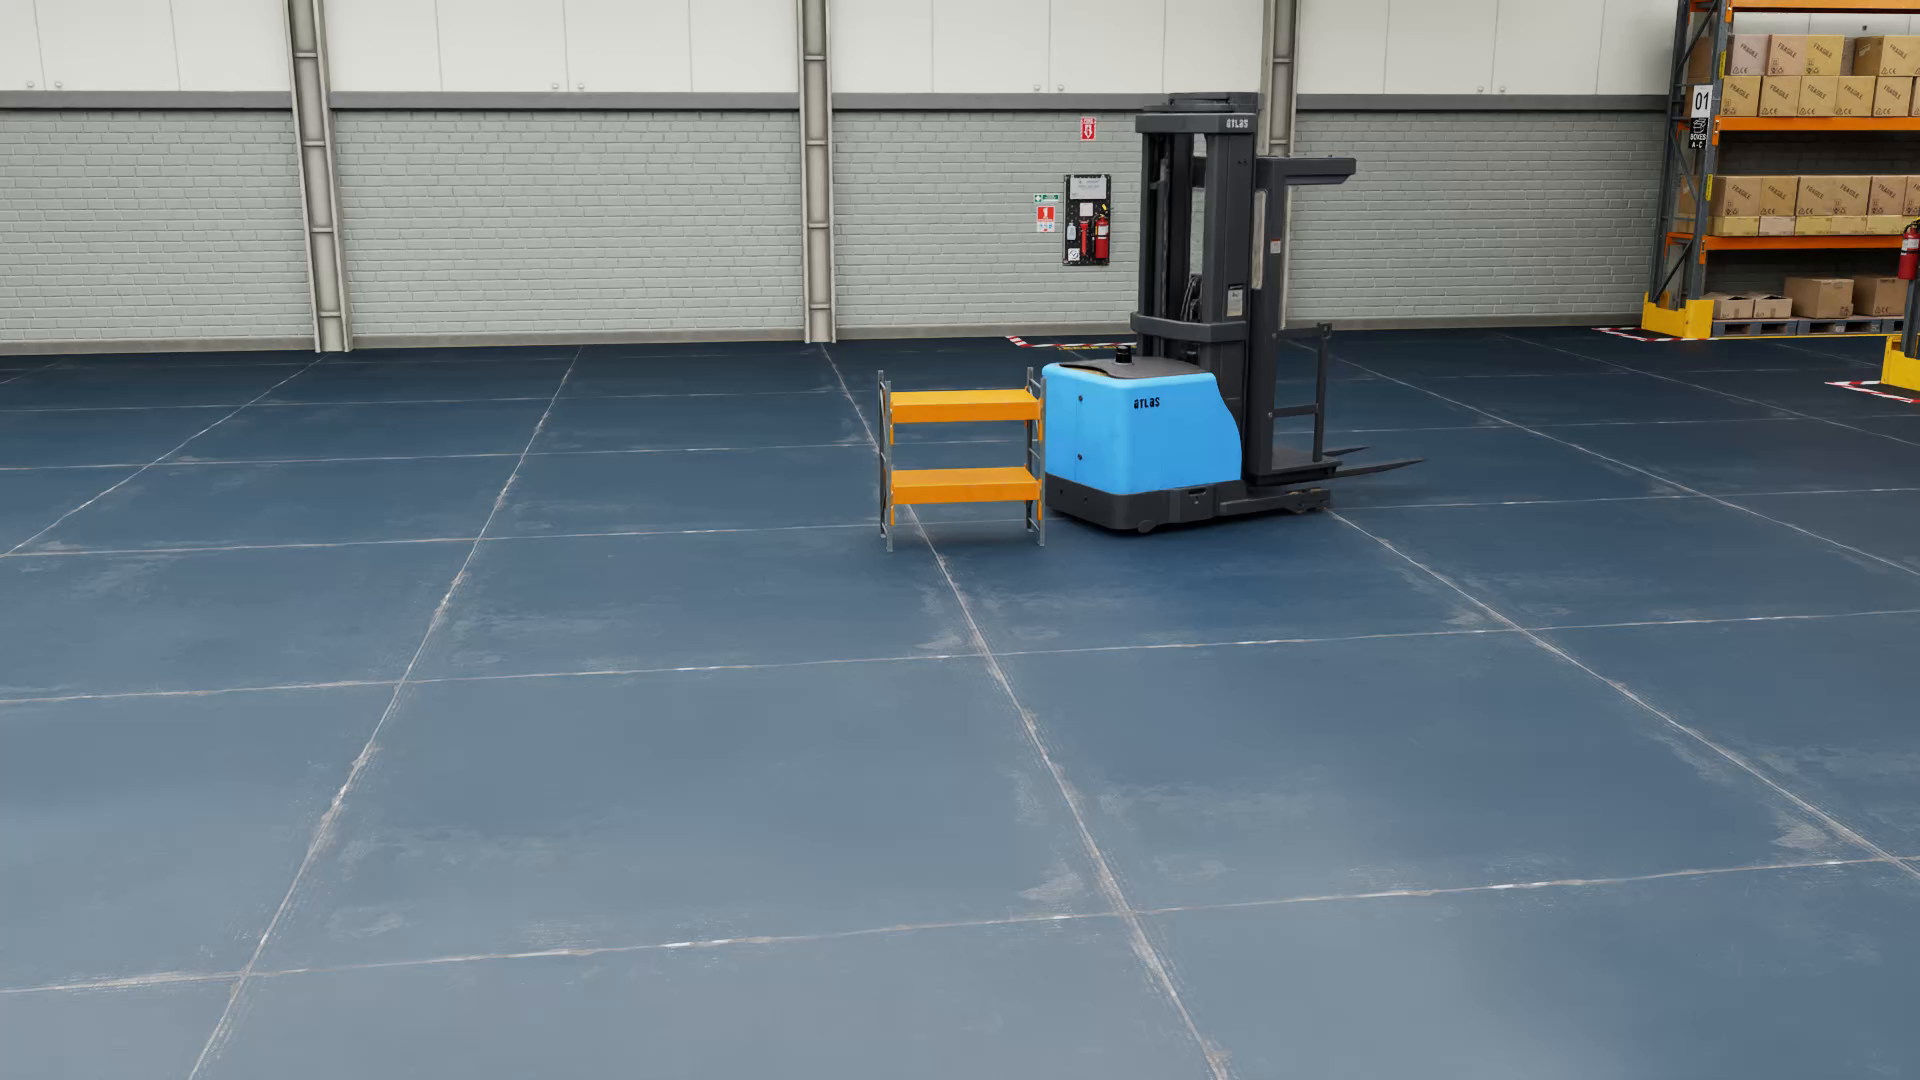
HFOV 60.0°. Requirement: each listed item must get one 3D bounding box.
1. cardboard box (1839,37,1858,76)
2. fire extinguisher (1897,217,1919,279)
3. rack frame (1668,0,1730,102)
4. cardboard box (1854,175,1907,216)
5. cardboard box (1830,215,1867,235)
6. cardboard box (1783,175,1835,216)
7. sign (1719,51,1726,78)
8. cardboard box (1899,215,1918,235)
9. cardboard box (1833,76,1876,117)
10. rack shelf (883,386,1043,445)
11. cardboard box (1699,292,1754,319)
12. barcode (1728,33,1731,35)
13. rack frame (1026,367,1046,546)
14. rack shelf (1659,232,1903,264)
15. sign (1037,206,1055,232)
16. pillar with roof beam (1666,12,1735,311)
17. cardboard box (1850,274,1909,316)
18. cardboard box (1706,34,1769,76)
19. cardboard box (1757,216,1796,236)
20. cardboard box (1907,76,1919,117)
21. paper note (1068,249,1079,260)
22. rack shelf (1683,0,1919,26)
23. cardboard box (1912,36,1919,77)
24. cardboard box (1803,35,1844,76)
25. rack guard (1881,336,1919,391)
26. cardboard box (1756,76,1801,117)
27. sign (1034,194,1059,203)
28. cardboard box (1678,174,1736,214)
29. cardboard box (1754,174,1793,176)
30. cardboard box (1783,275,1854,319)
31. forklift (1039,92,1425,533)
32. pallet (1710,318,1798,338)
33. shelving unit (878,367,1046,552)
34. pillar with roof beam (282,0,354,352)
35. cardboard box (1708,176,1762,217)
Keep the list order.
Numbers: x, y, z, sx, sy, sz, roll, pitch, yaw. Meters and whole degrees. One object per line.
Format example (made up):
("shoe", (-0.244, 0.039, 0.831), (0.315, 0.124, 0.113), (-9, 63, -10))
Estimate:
("cardboard box", (11.411, -6.350, 21.906), (0.500, 0.500, 0.500), (-2, 14, -8))
("fire extinguisher", (10.052, -3.100, 17.576), (0.183, 0.674, 0.296), (-2, 14, -8))
("rack frame", (9.497, -7.132, 21.160), (0.127, 3.000, 1.000), (-2, 14, -8))
("cardboard box", (12.038, -4.541, 21.887), (0.500, 0.500, 0.500), (-3, 14, -10))
("cardboard box", (11.543, -4.157, 21.899), (0.500, 0.250, 0.500), (-2, 14, -8))
("cardboard box", (11.016, -4.500, 21.725), (0.500, 0.500, 0.500), (-3, 14, -10))
("sign", (9.578, -5.970, 20.898), (0.005, 0.325, 0.100), (-2, 14, -8))
("cardboard box", (12.535, -4.197, 22.060), (0.500, 0.250, 0.500), (-2, 14, -8))
("cardboard box", (11.440, -5.742, 21.538), (0.500, 0.500, 0.500), (-1, 14, -5))
("rack shelf", (0.007, -0.830, 11.015), (1.000, 0.278, 0.538), (-2, 14, -8))
("cardboard box", (10.194, -3.134, 22.177), (0.500, 0.311, 0.500), (-4, 15, -15))
("barcode", (10.124, -6.647, 21.900), (0.075, 0.075, 0.001), (-2, 14, -8))
("rack frame", (0.509, -0.564, 11.159), (0.032, 1.125, 0.500), (-2, 14, -8))
("rack shelf", (11.474, -3.945, 22.266), (4.000, 0.370, 1.077), (-2, 14, -8))
("sign", (1.116, -4.179, 21.647), (0.234, 0.329, 0.001), (-2, 14, -8))
("pillar with roof beam", (10.701, -6.330, 17.961), (0.400, 9.000, 9.100), (-2, 14, -8))
("cardboard box", (12.432, -3.320, 22.530), (0.500, 0.500, 0.500), (-3, 14, -13))
("cardboard box", (9.914, -6.175, 21.211), (0.500, 0.500, 0.500), (-3, 14, -12))
("cardboard box", (10.538, -4.122, 21.760), (0.500, 0.250, 0.500), (-3, 14, -10))
("cardboard box", (12.488, -5.787, 21.717), (0.500, 0.500, 0.500), (-3, 14, -13))
("paper note", (1.492, -3.740, 21.780), (0.142, 0.148, 0.016), (-2, 14, -8))
("rack shelf", (11.474, -6.854, 21.536), (4.000, 0.370, 1.077), (-2, 14, -8))
("cardboard box", (12.454, -6.259, 21.544), (0.500, 0.500, 0.500), (-1, 14, -5))
("cardboard box", (10.922, -6.203, 21.320), (0.500, 0.500, 0.500), (-2, 14, -7))
("rack guard", (10.215, -1.817, 17.439), (0.348, 0.500, 1.175), (-2, 14, -8))
("cardboard box", (10.401, -5.698, 21.362), (0.500, 0.500, 0.500), (-1, 14, -5))
("sign", (1.121, -4.435, 21.575), (0.331, 0.109, 0.001), (-2, 14, -8))
("cardboard box", (9.931, -4.591, 22.086), (0.500, 0.500, 0.500), (-2, 14, -9))
("cardboard box", (10.941, -4.626, 22.228), (0.500, 0.500, 0.500), (-2, 14, -10))
("cardboard box", (11.491, -3.261, 22.294), (0.500, 0.500, 0.700), (-3, 14, -12))
("forklift", (2.099, -1.708, 12.006), (3.031, 2.935, 1.130), (-8, 16, -29))
("pallet", (10.380, -2.893, 22.323), (1.213, 0.211, 1.003), (-2, 14, -8))
("shelving unit", (0.007, -0.546, 11.086), (1.048, 1.125, 0.538), (-2, 14, -8))
("pillar with roof beam", (-7.098, -5.677, 15.360), (0.400, 9.000, 9.100), (-2, 14, -8))
("cardboard box", (10.014, -4.467, 21.595), (0.500, 0.500, 0.500), (-2, 14, -8))
